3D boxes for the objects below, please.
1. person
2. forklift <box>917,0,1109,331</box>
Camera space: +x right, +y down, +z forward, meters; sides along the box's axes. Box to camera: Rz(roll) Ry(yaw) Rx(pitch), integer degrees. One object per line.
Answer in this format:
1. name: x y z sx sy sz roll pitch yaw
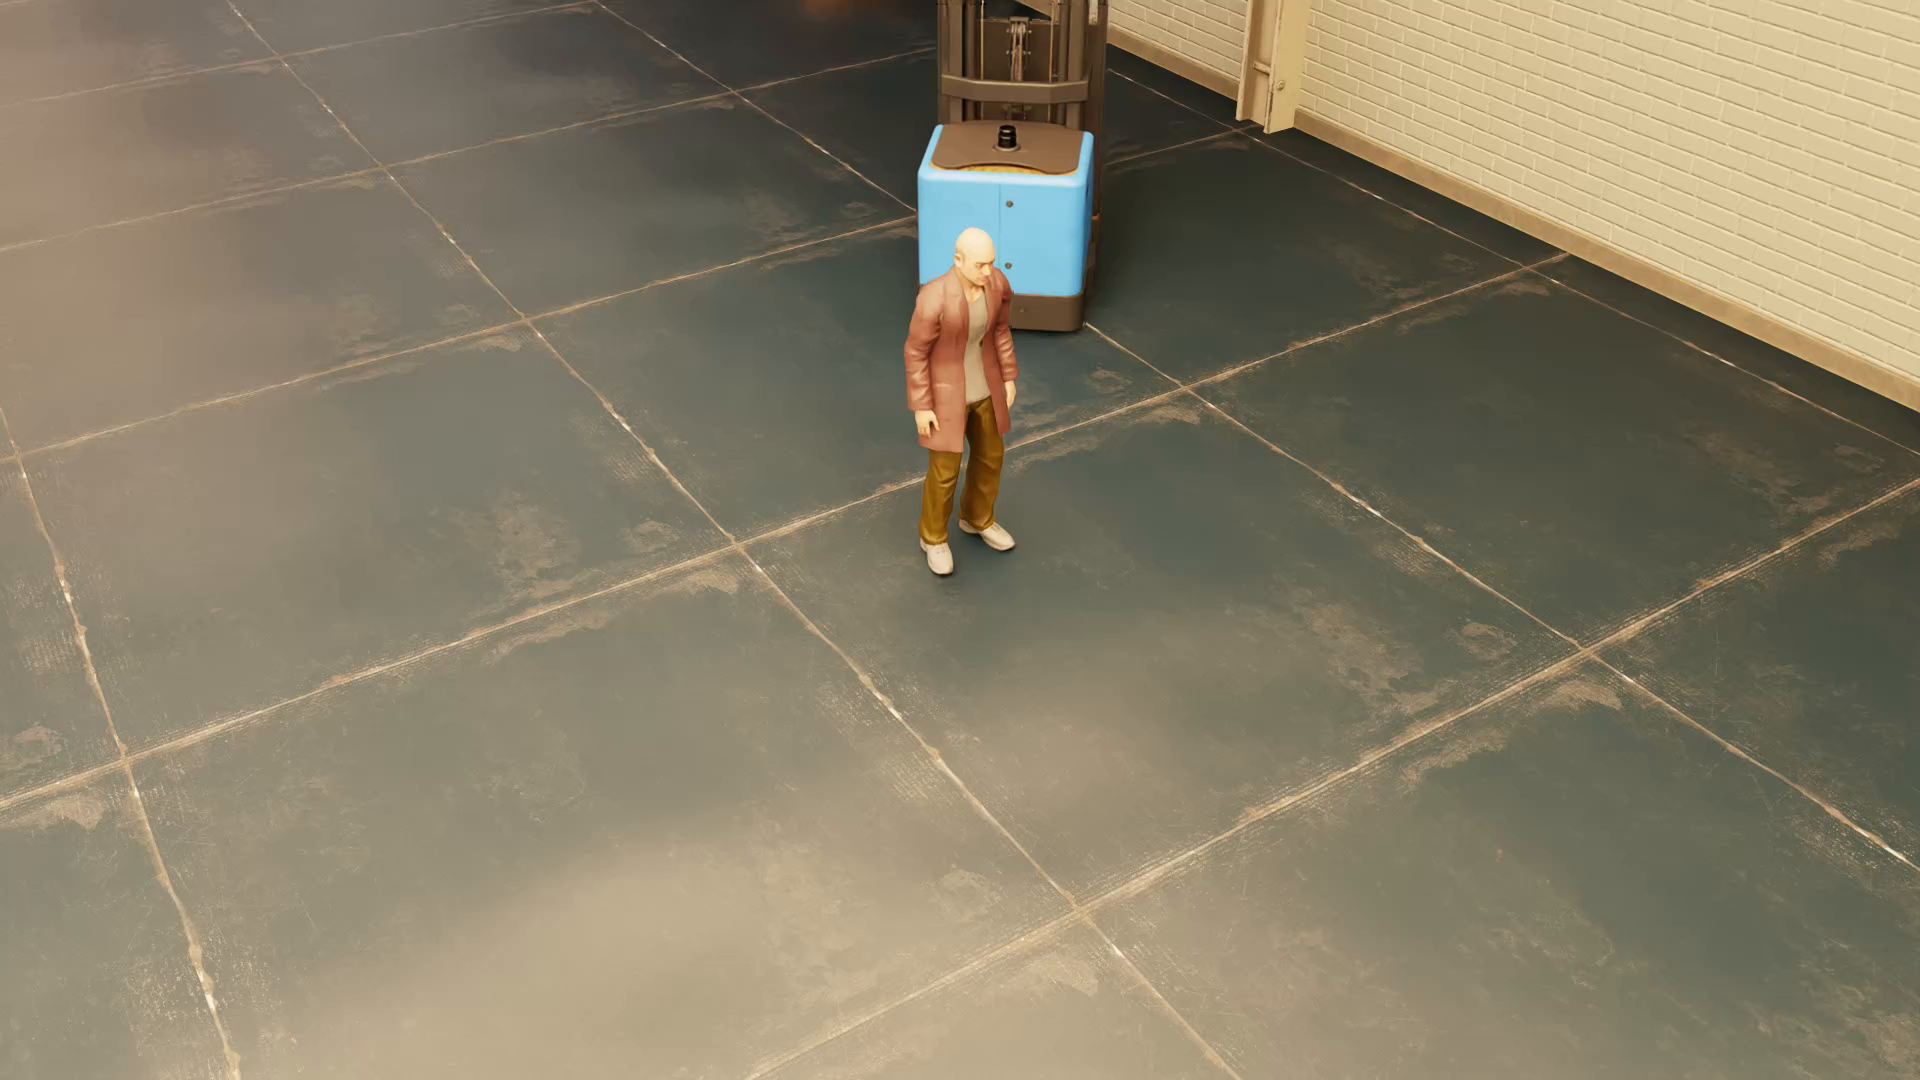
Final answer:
1. person: 0.025 -0.713 8.170 0.644 1.773 0.431 -22 41 -28
2. forklift: 0.431 -3.343 10.906 1.130 2.935 3.031 4 35 6
